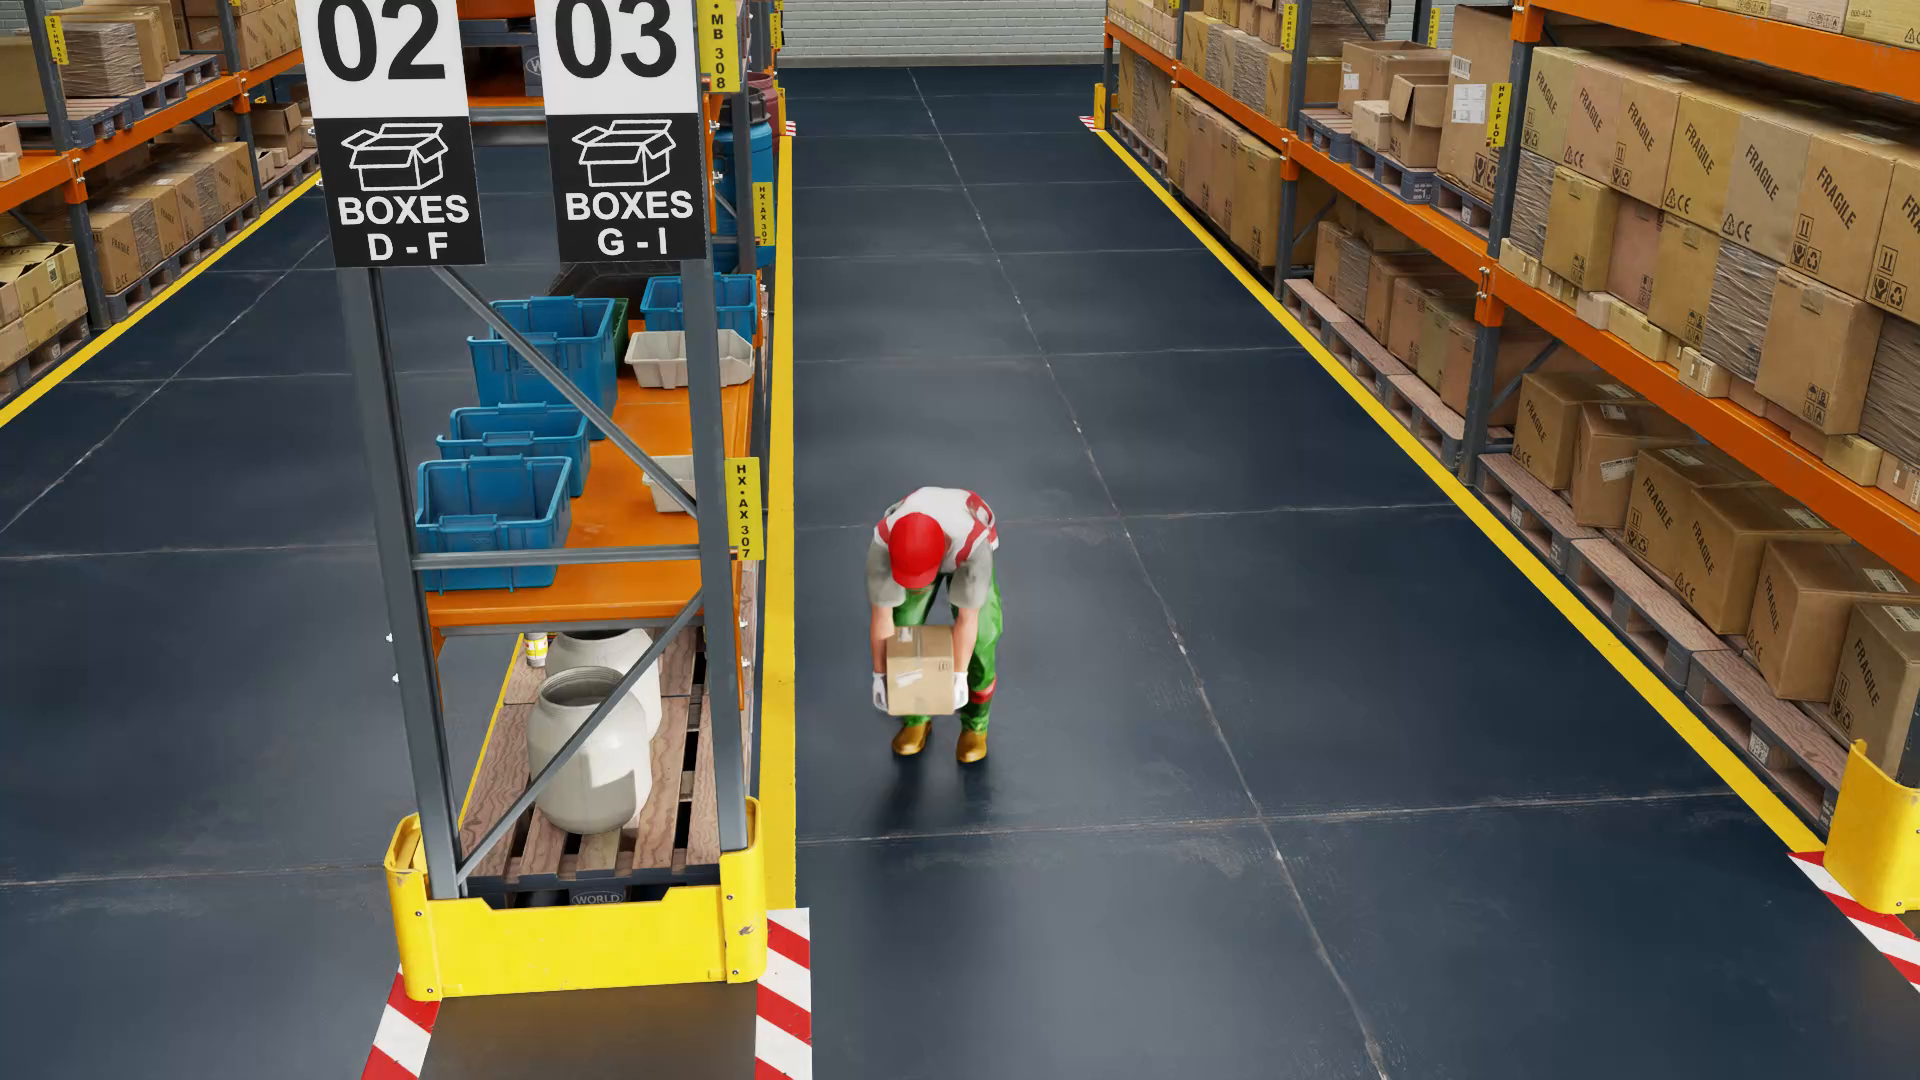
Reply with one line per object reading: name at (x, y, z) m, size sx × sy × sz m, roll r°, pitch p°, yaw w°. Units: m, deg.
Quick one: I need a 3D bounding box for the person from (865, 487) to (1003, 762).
person at (-0.108, 0.344, 6.440) m, size 0.507 × 1.257 × 0.928 m, roll 4°, pitch 24°, yaw 10°
